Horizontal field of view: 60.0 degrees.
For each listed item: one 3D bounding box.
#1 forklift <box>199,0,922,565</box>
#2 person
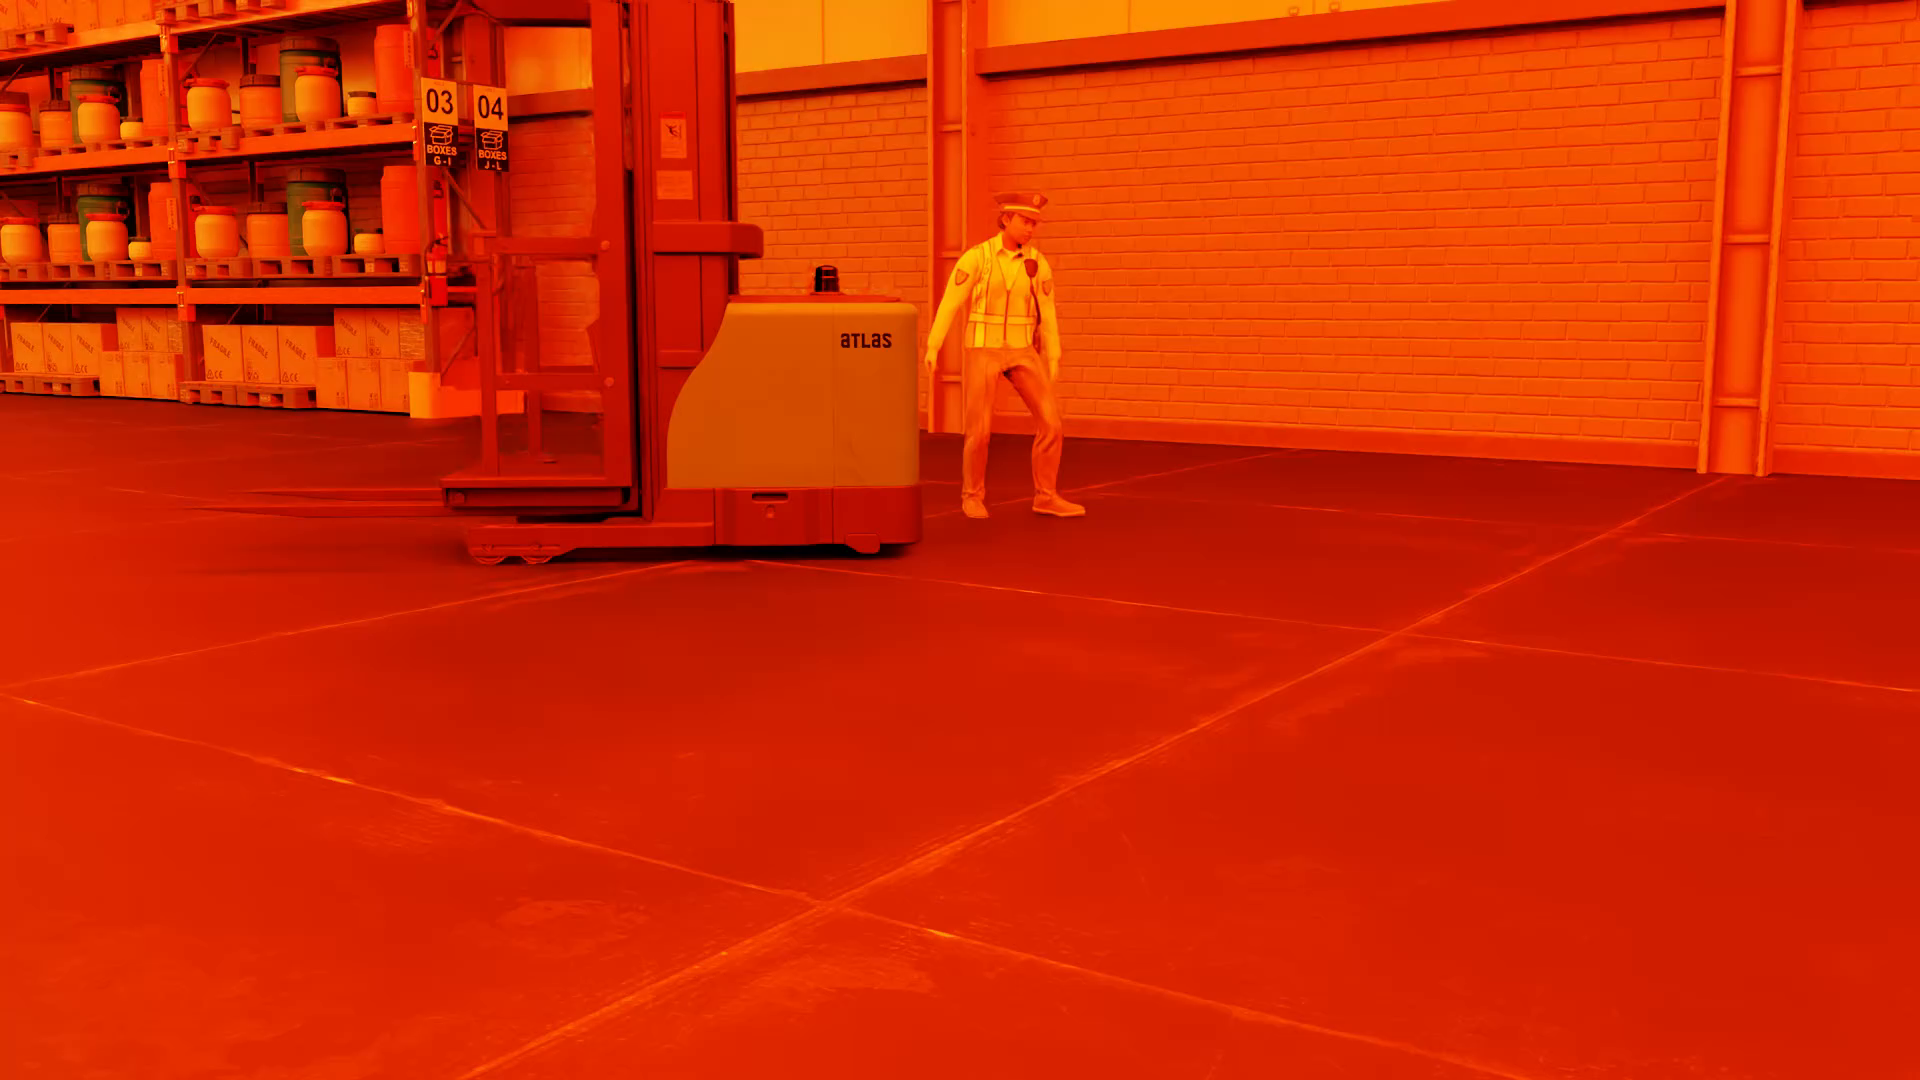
[{"bbox_3d":[-1.702,-1.426,7.221,3.031,2.935,1.130,-1,8,-4],"label":"forklift"},{"bbox_3d":[0.226,-0.908,8.359,0.809,1.639,0.417,-1,8,-8],"label":"person"}]
